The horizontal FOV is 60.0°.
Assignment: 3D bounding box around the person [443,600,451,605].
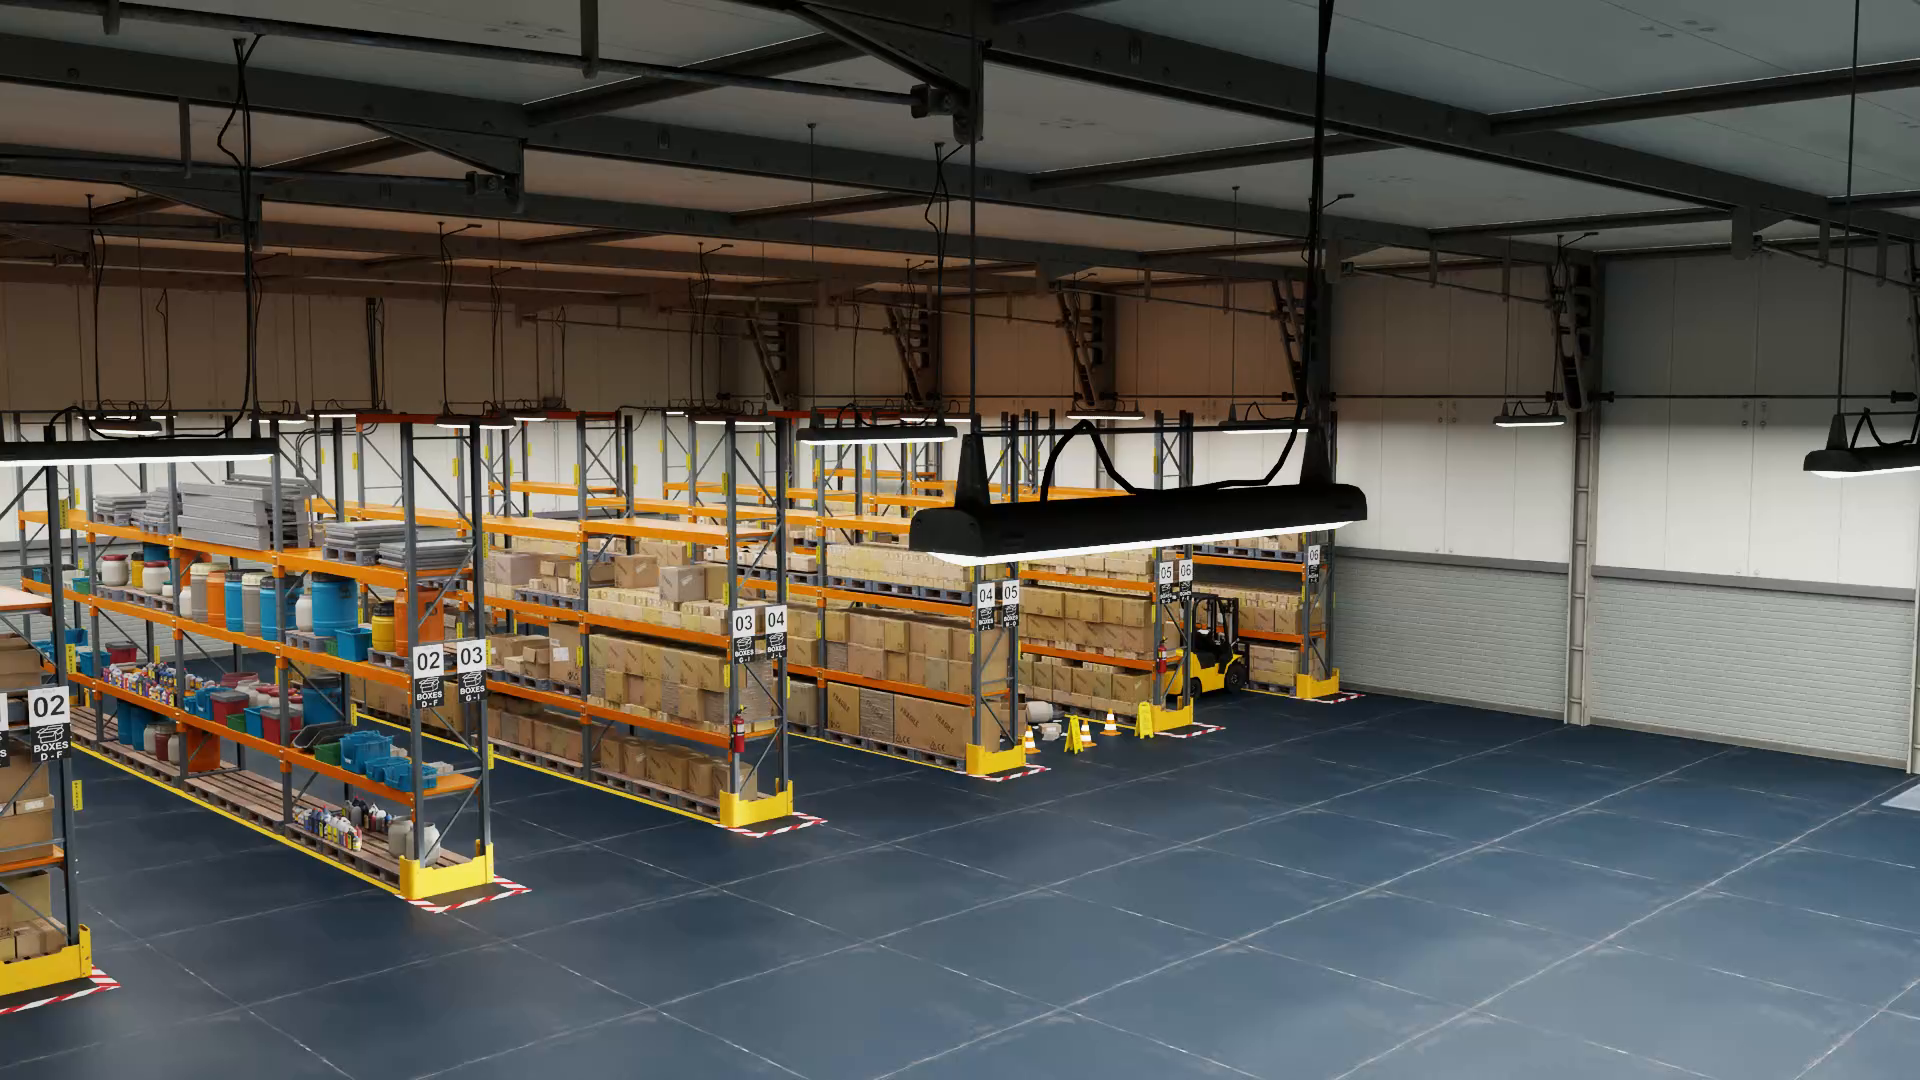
[{"bbox_3d":[-12.139,2.170,38.742,0.746,1.588,0.578,0,5,-5],"label":"person"}]
